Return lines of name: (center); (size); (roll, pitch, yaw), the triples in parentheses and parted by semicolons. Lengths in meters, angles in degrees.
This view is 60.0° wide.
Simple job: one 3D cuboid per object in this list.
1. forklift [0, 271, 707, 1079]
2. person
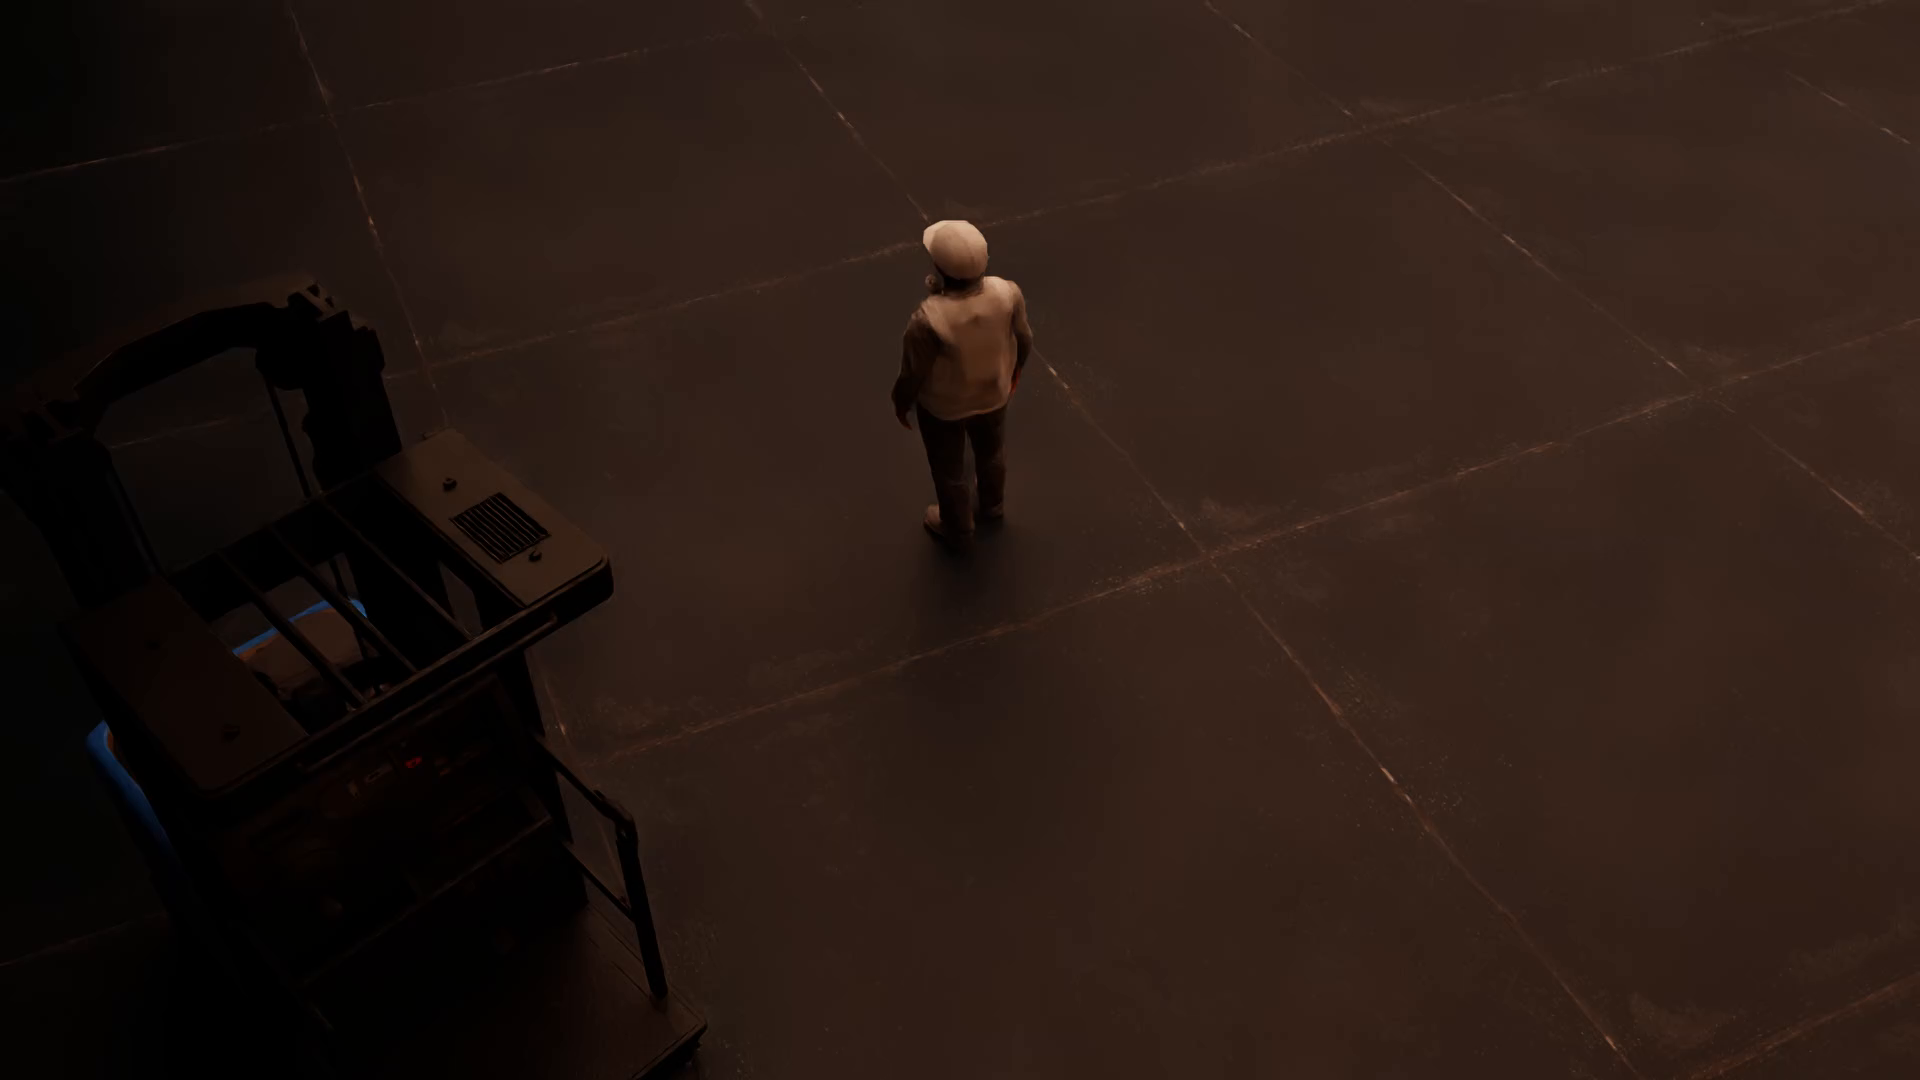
forklift: (-1.561, 0.836, 4.784); (1.130, 2.935, 3.031); (-34, 53, -31)
person: (-0.019, -0.695, 7.262); (0.632, 1.773, 0.567); (-18, 46, -18)
